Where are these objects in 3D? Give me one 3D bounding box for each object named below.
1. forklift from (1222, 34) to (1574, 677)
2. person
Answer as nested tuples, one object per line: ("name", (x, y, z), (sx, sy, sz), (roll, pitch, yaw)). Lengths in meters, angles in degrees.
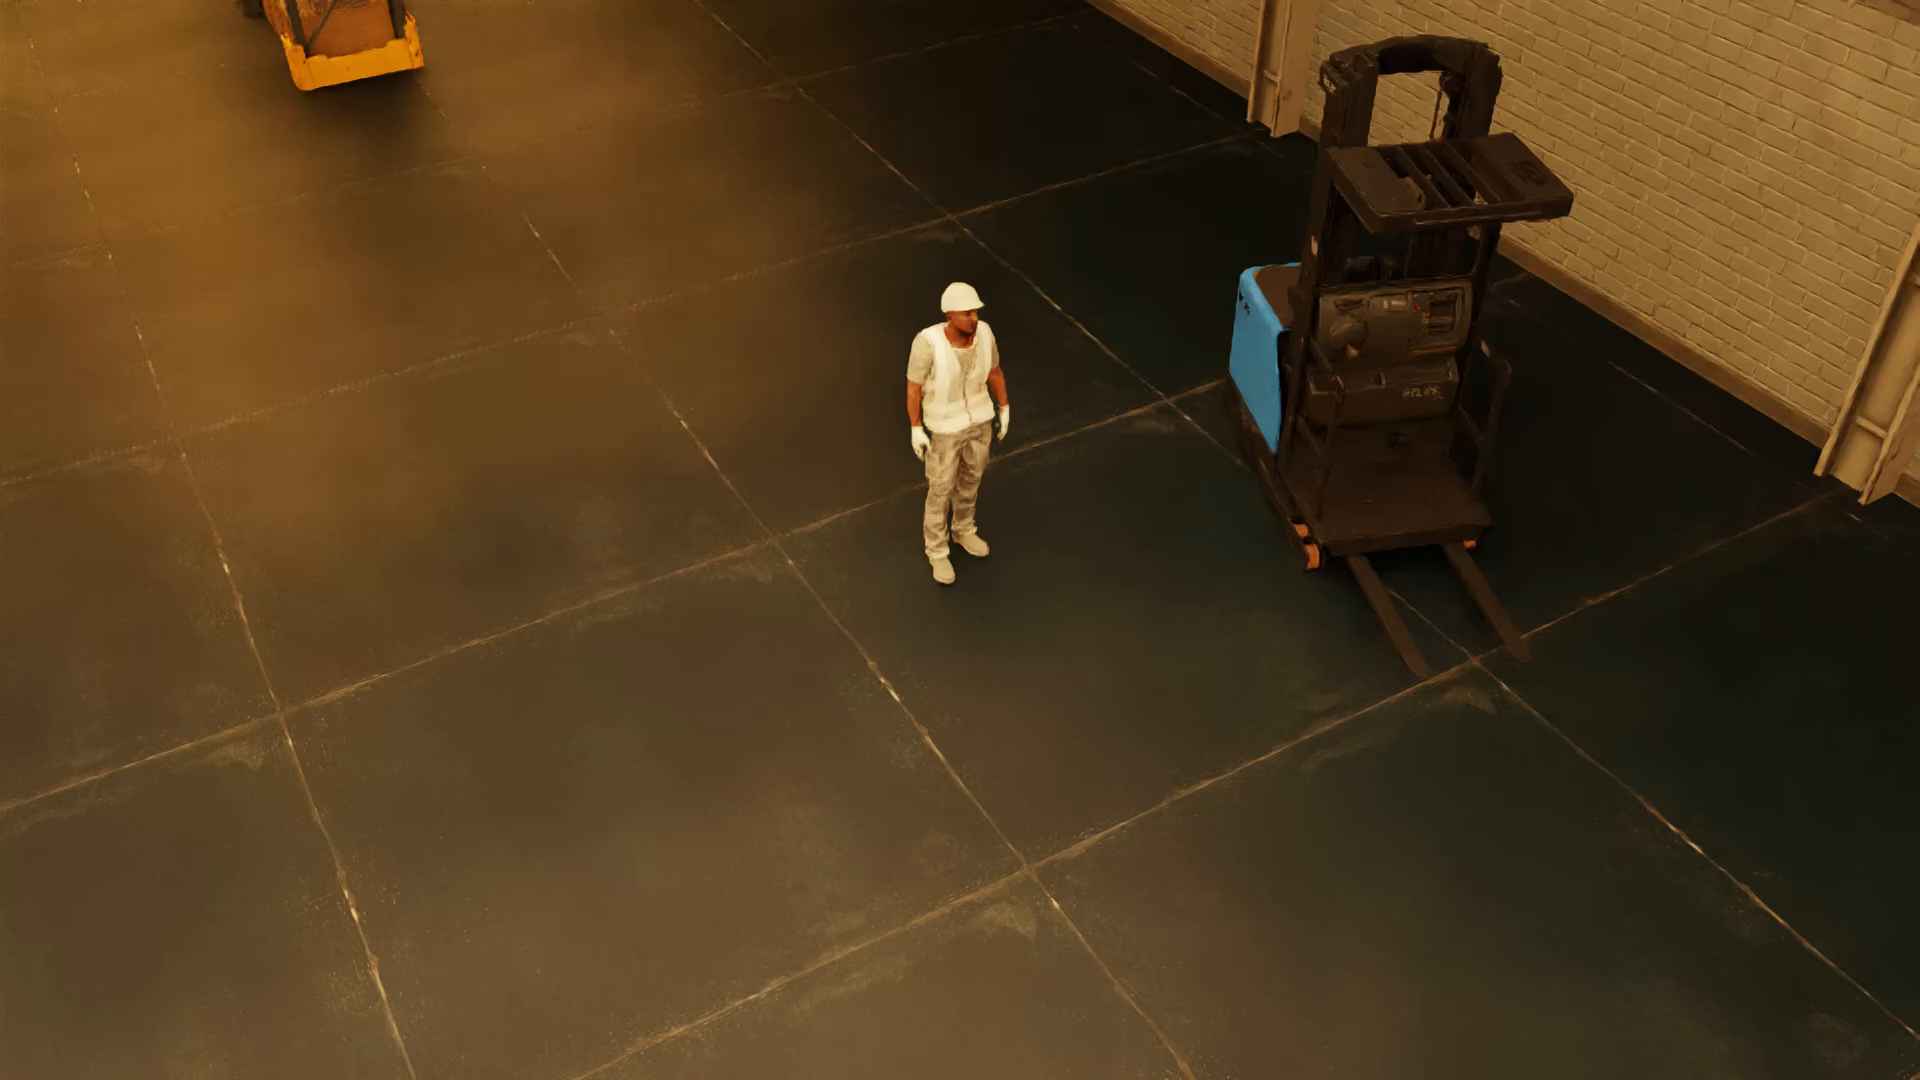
("forklift", (2.564, -1.200, 9.483), (1.130, 2.935, 3.031), (-7, 40, -8))
("person", (0.029, -0.649, 9.707), (0.655, 1.782, 0.576), (-20, 44, -23))
